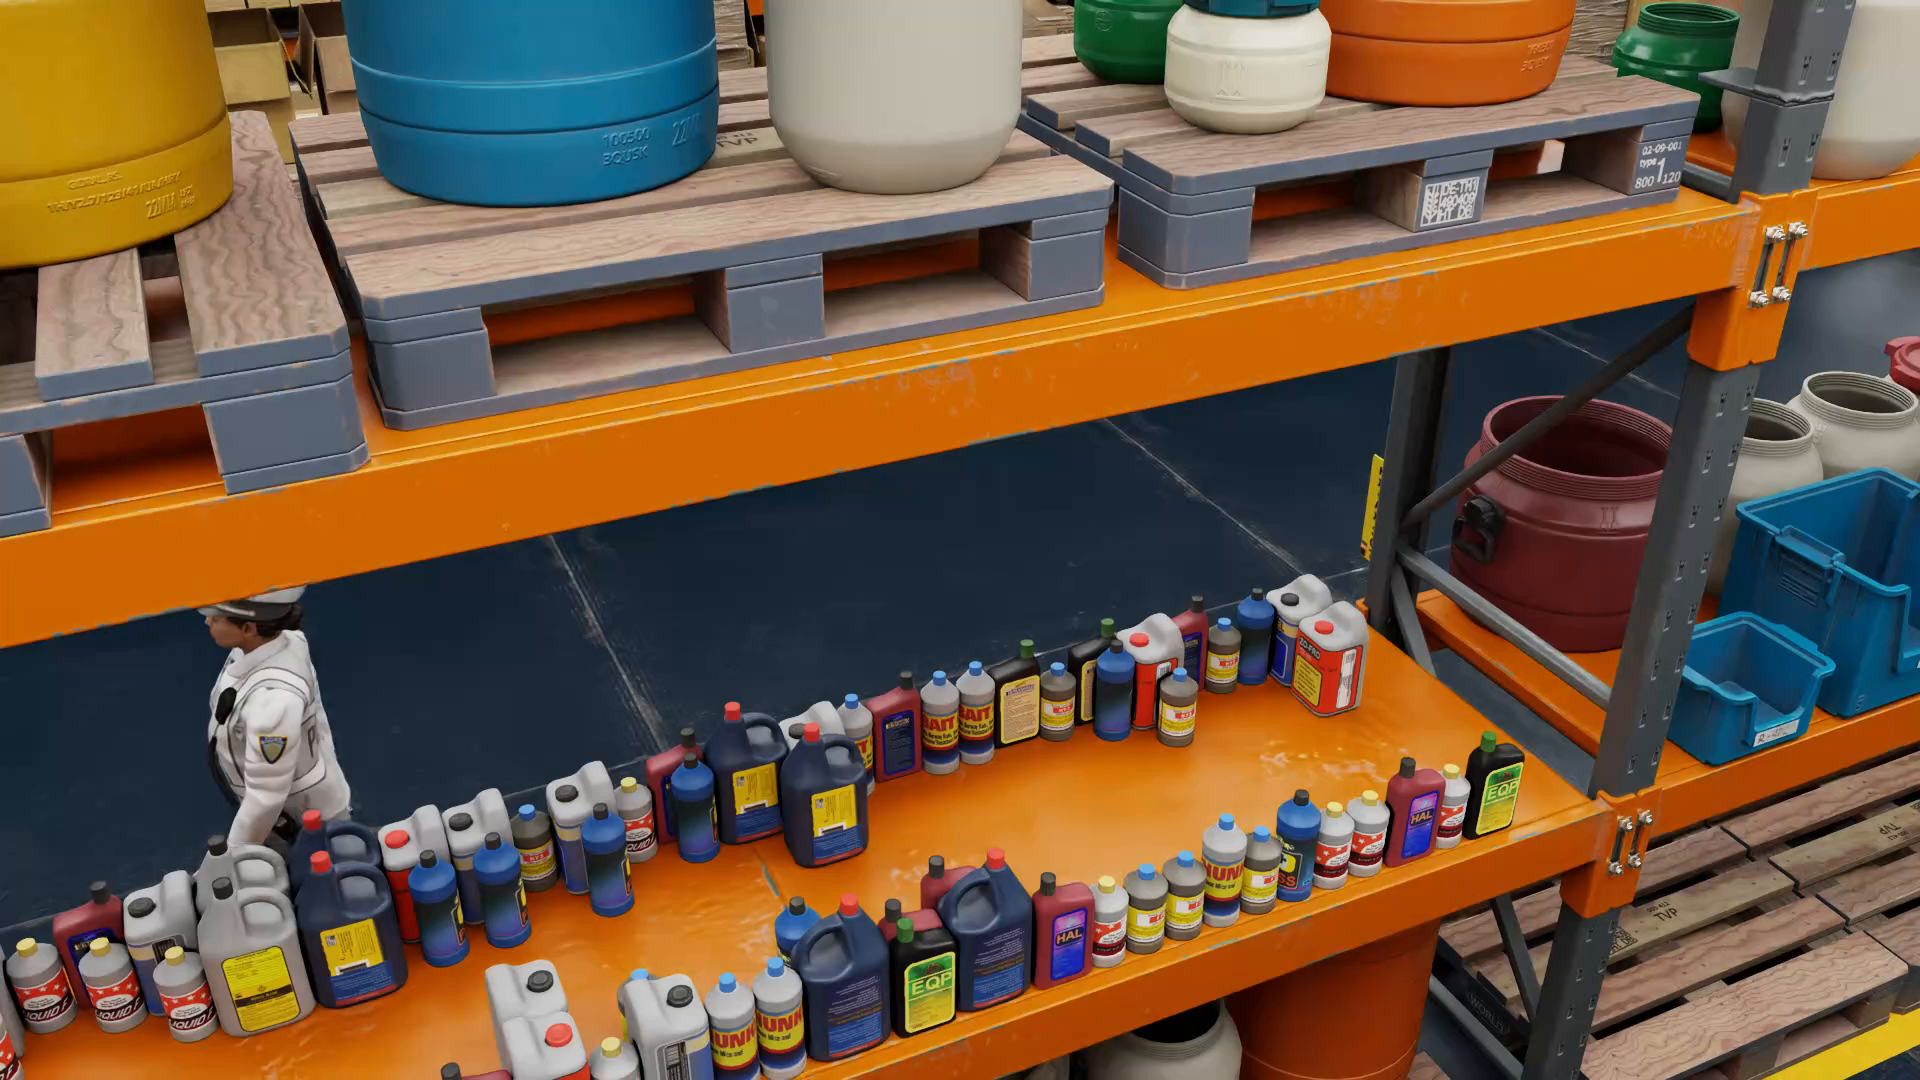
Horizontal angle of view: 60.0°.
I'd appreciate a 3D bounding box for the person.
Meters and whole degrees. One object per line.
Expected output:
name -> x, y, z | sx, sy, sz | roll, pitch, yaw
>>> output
person -> -1.974, 0.787, 4.696 | 0.967, 1.624, 0.498 | -13, 32, -22
